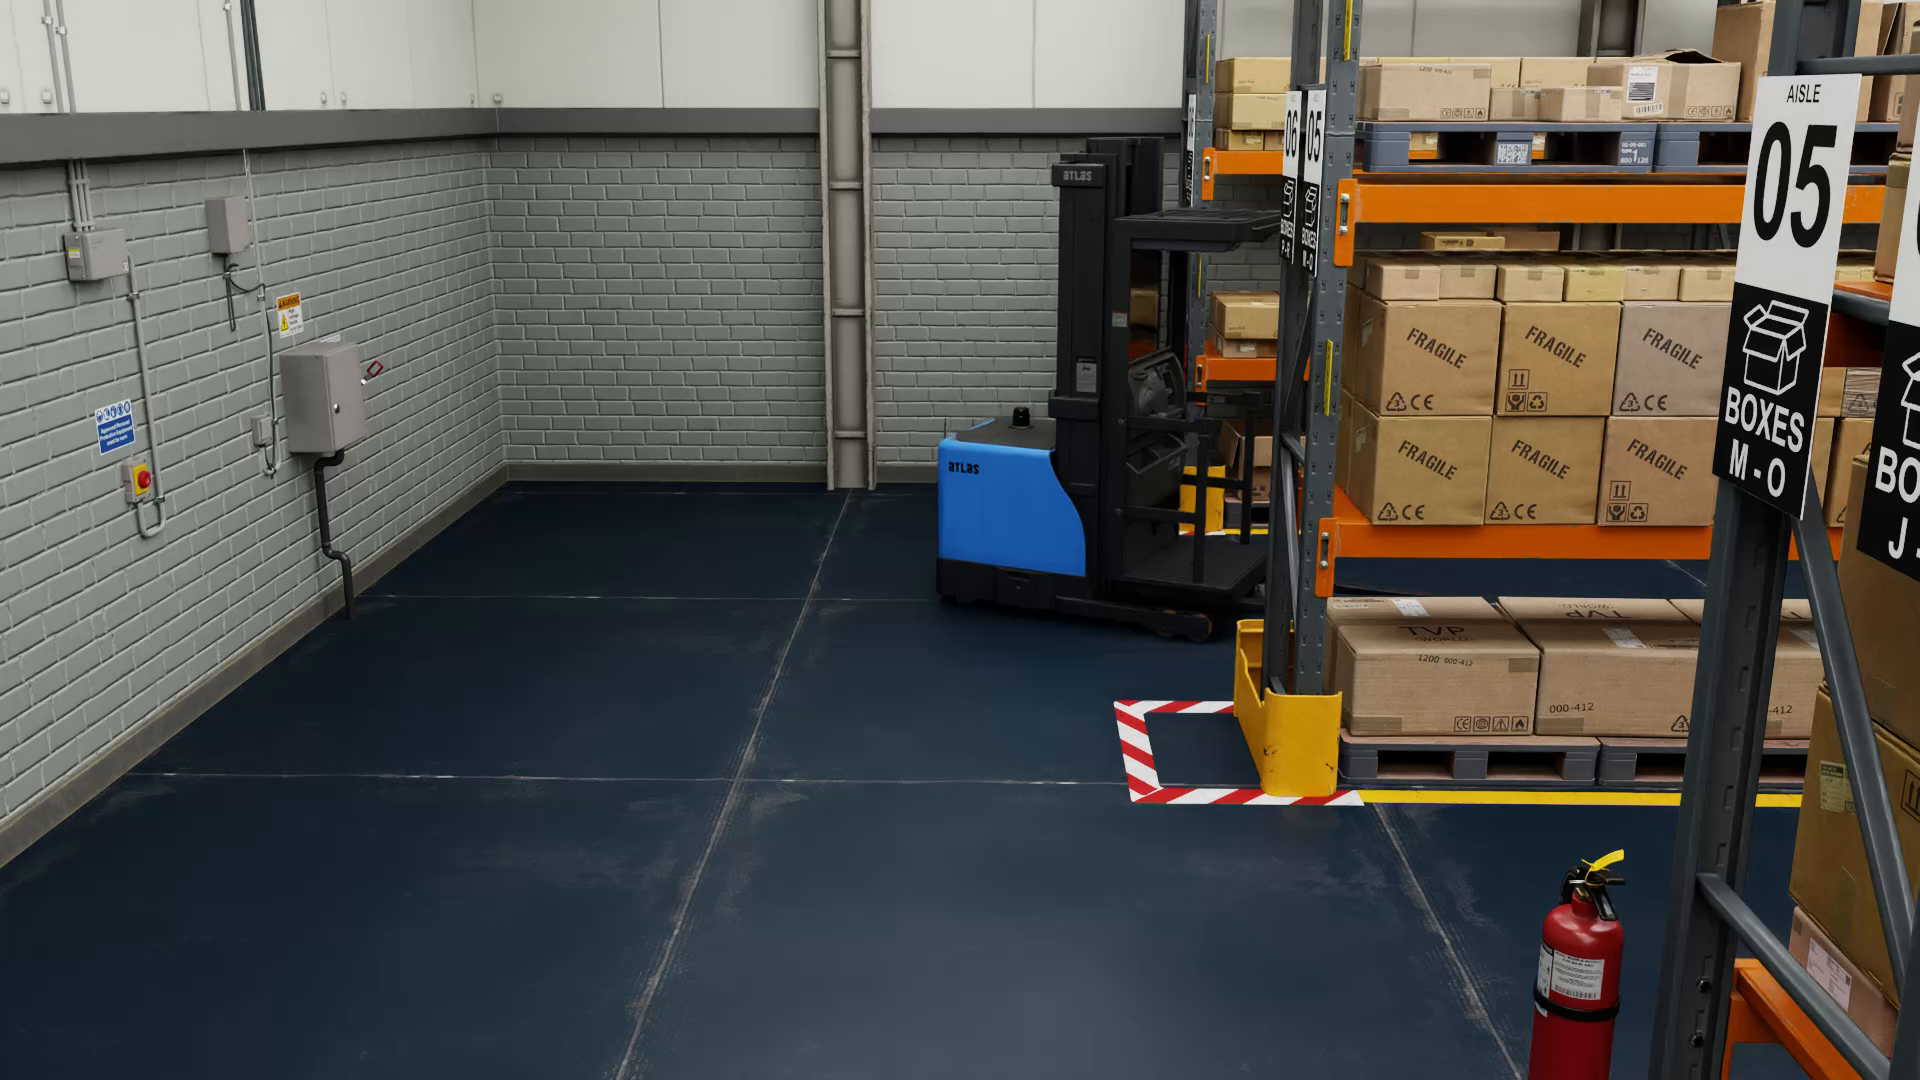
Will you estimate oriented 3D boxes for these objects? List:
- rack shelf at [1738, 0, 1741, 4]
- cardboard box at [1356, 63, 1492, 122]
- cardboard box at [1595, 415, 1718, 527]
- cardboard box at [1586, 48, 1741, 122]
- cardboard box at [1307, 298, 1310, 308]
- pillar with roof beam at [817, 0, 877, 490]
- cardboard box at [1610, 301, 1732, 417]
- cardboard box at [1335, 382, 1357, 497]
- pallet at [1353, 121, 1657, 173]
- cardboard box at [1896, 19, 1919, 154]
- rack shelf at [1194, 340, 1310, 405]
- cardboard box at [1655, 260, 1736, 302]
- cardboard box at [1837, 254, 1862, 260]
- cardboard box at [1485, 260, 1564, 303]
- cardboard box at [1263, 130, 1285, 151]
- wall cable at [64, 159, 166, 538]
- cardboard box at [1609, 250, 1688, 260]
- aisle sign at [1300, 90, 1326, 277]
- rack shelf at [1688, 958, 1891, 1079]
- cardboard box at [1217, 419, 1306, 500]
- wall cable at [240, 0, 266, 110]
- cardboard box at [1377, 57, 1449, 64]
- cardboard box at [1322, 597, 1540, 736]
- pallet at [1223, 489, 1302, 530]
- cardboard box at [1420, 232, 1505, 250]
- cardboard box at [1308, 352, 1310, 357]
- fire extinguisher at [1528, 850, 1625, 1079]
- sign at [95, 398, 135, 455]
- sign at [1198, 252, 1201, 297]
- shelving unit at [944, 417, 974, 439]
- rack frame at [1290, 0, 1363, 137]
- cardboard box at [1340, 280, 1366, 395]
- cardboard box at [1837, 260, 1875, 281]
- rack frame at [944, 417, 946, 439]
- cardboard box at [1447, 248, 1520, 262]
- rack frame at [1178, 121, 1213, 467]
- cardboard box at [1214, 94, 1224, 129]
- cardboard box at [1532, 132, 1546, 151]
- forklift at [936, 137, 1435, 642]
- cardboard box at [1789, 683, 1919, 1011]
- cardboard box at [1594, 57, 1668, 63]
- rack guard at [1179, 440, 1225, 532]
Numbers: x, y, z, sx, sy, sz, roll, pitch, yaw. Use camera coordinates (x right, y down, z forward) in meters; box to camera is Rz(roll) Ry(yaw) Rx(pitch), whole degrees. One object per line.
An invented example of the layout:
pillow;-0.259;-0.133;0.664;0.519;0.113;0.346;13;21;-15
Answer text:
rack shelf;7.758;-3.983;11.990;4.000;0.370;1.077;0;15;1
cardboard box;2.089;-2.046;7.609;0.500;0.250;0.500;-1;15;-4
cardboard box;3.124;-0.364;7.645;0.500;0.500;0.500;0;15;1
cardboard box;3.132;-2.033;7.440;0.500;0.311;0.500;1;15;2
cardboard box;2.711;-1.659;12.458;0.500;0.250;0.500;1;15;2
pillar with roof beam;-1.022;-3.713;8.772;0.400;9.000;9.100;0;15;1
cardboard box;3.141;-0.850;7.524;0.500;0.500;0.500;0;15;1
cardboard box;2.126;-0.509;8.194;0.500;0.500;0.500;0;15;2
pallet;2.379;-1.802;7.583;1.213;0.211;1.003;0;15;1
cardboard box;2.078;-0.815;2.983;0.500;0.250;0.500;0;15;0
rack shelf;3.759;-1.301;12.803;4.000;0.370;1.077;0;15;1
cardboard box;3.281;-1.157;7.417;0.250;0.149;0.380;1;15;2
cardboard box;4.048;-1.280;7.883;0.250;0.149;0.380;0;15;1
cardboard box;2.505;-1.155;7.408;0.250;0.149;0.380;1;15;3
cardboard box;2.335;-2.935;12.196;0.250;0.149;0.380;1;15;2
wall cable;-4.001;-0.934;7.946;0.123;1.953;0.585;0;15;1
cardboard box;3.278;-1.296;7.946;0.250;0.149;0.380;1;15;3
aisle sign;1.557;-1.580;7.353;0.004;0.787;0.394;0;15;1
rack shelf;3.611;1.227;3.218;4.000;0.370;1.077;0;15;1
cardboard box;2.369;-0.630;12.919;0.637;0.503;0.797;0;15;-1
wall cable;-3.926;-4.183;10.480;0.133;3.039;2.988;0;15;1
cardboard box;3.207;-3.351;12.012;0.500;0.250;0.500;0;15;1
cardboard box;2.299;0.618;8.316;0.875;0.438;0.875;0;15;0
pallet;2.633;-0.308;13.096;1.213;0.211;1.003;0;15;1
cardboard box;3.706;-2.015;12.338;0.500;0.500;0.500;1;15;3
cardboard box;2.600;-1.486;12.585;0.250;0.149;0.380;0;15;1
fire extinguisher;1.371;0.965;3.685;0.183;0.674;0.296;0;15;1
sign;-4.063;-0.546;8.000;0.001;0.218;0.327;0;15;1
sign;1.746;-1.943;12.126;0.005;0.325;0.100;0;15;1
shelving unit;-0.008;-0.435;12.225;0.210;0.900;0.258;0;15;1
rack frame;1.637;-3.297;7.198;0.127;3.000;1.000;0;15;1
cardboard box;2.125;-0.986;8.041;0.500;0.500;0.500;1;15;3
cardboard box;4.043;-1.161;7.434;0.250;0.149;0.380;0;15;0
rack frame;-0.110;-0.436;12.228;0.006;0.900;0.240;0;15;1
cardboard box;2.515;-1.315;8.016;0.250;0.149;0.380;0;15;1
rack frame;1.760;-1.662;12.761;0.127;3.000;1.000;0;15;1
cardboard box;2.211;-3.251;12.611;0.500;0.250;0.500;0;15;0
cardboard box;4.115;-2.911;12.104;0.250;0.149;0.380;1;15;2
forklift;1.402;-0.957;10.222;3.031;2.935;1.130;7;16;25
cardboard box;2.067;0.612;3.363;0.500;0.500;0.500;1;15;3
cardboard box;4.740;-3.343;11.981;0.500;0.250;0.500;0;15;1
rack guard;1.836;-0.453;13.078;0.348;0.500;1.175;0;15;1
